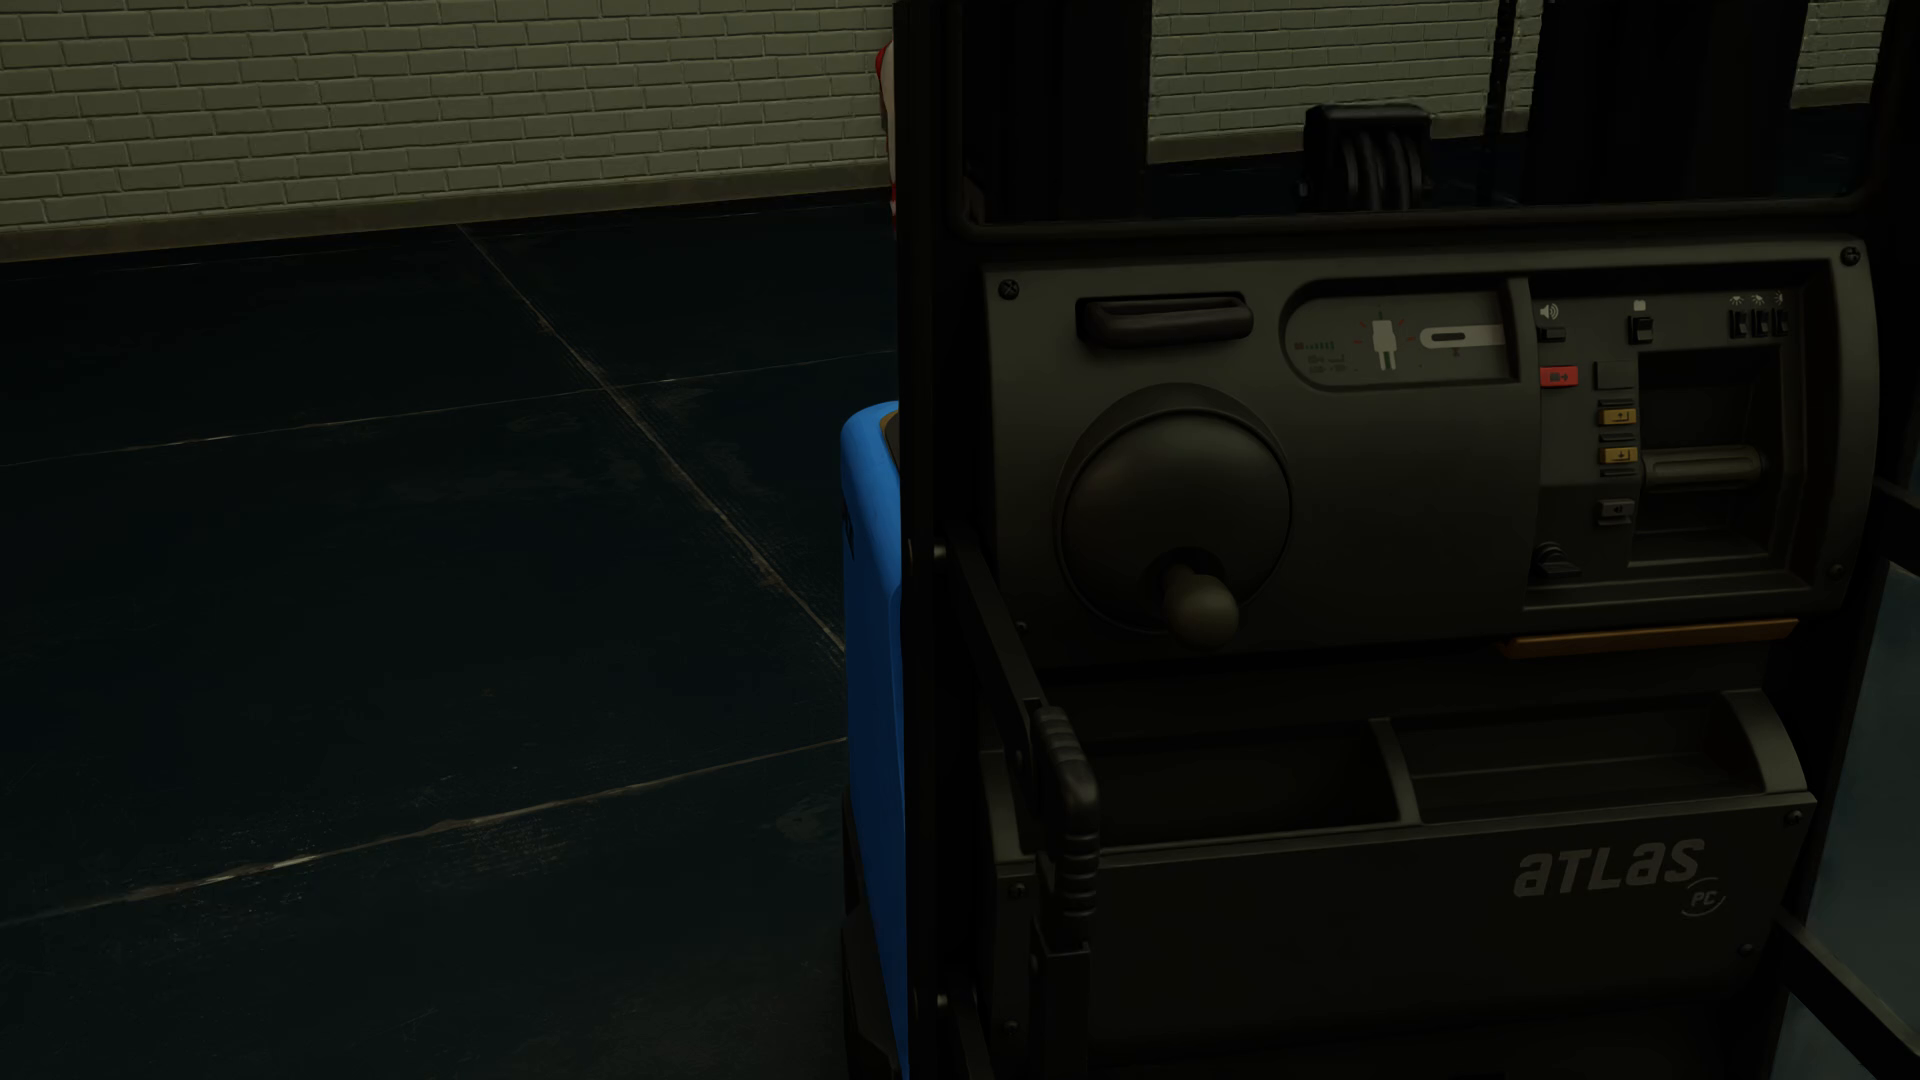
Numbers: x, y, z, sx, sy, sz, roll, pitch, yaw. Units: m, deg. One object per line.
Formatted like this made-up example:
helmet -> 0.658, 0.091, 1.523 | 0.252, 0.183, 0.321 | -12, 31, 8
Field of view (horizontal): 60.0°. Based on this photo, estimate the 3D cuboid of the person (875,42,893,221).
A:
person -> 0.078, -0.842, 4.781 | 0.564, 1.787, 0.637 | -10, 25, -23

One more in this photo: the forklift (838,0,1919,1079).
forklift -> 0.517, -0.088, 1.497 | 1.130, 2.935, 3.031 | -4, 23, -8
